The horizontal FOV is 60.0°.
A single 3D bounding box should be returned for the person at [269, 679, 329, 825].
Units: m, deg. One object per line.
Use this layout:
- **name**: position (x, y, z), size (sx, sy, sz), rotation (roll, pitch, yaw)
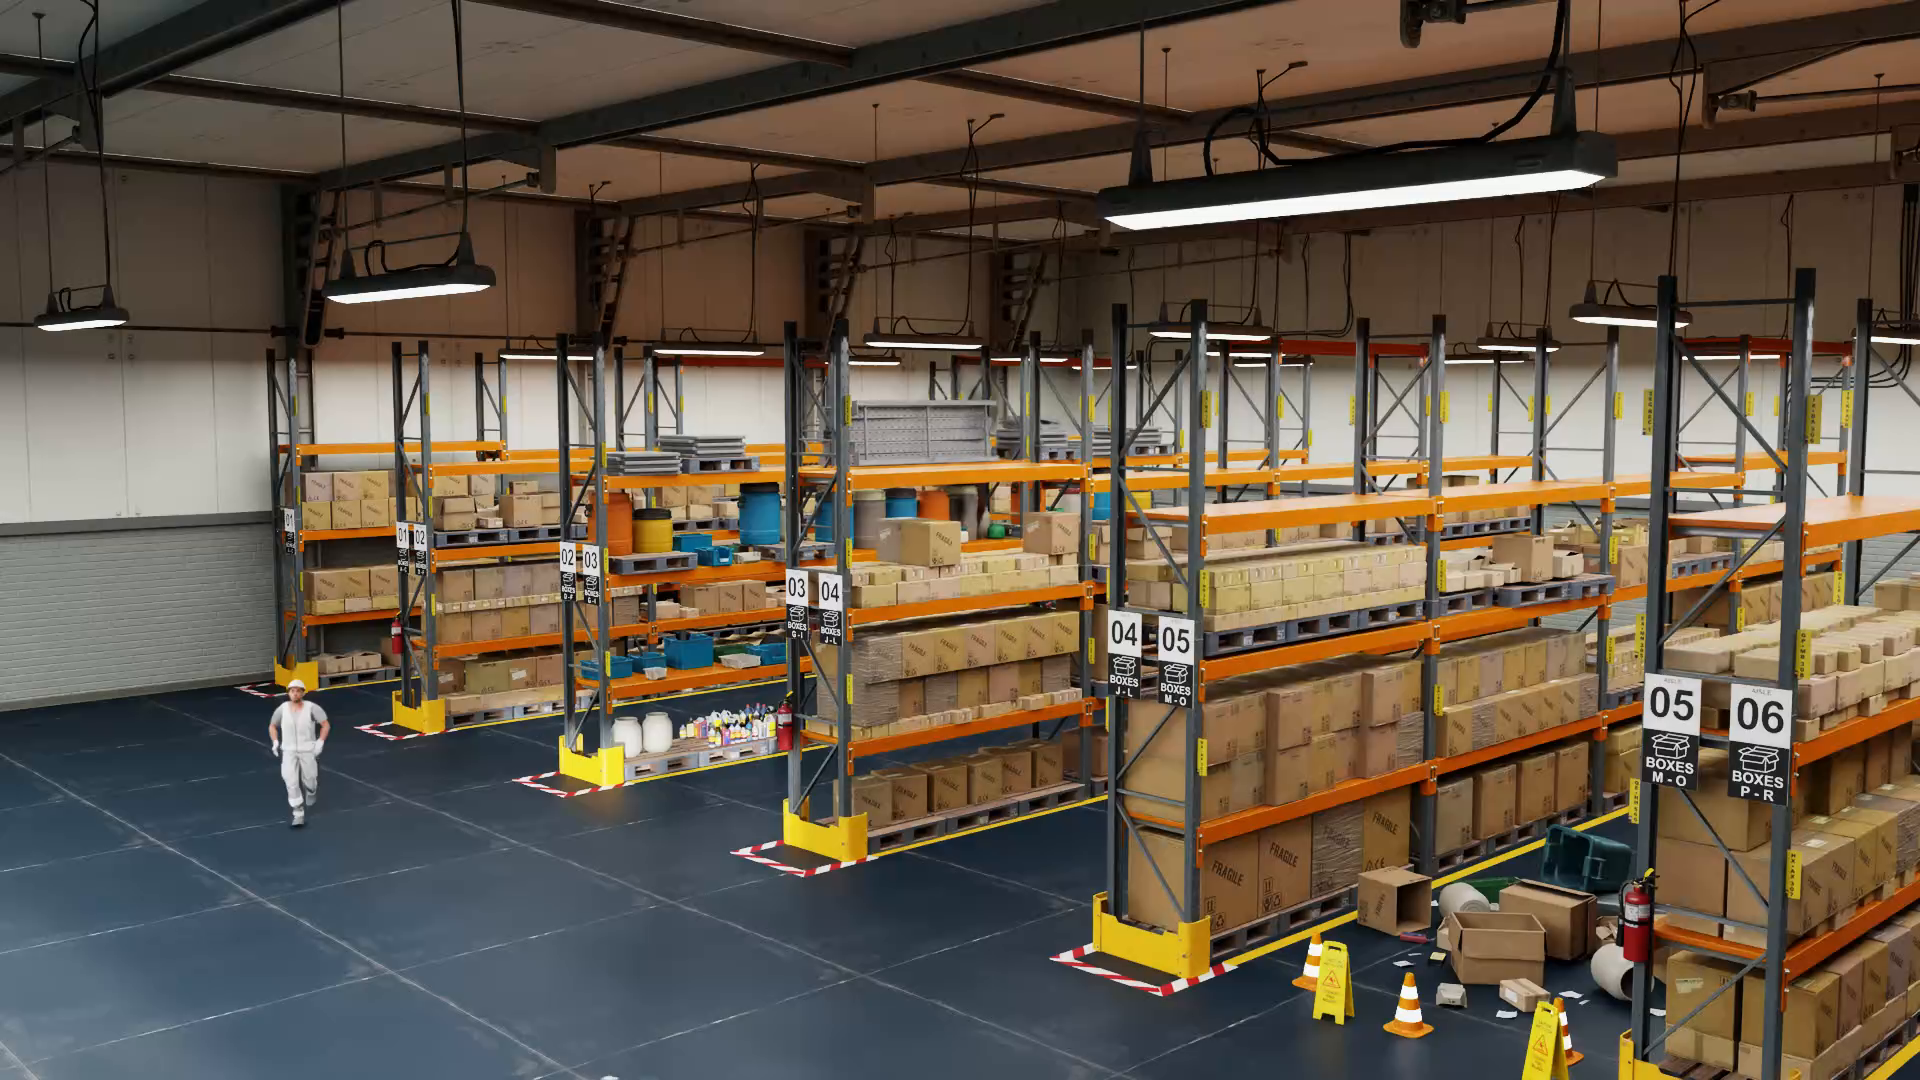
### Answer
- **person**: position (-8.025, 2.547, 20.175), size (0.677, 1.747, 0.724), rotation (-1, 5, -14)
